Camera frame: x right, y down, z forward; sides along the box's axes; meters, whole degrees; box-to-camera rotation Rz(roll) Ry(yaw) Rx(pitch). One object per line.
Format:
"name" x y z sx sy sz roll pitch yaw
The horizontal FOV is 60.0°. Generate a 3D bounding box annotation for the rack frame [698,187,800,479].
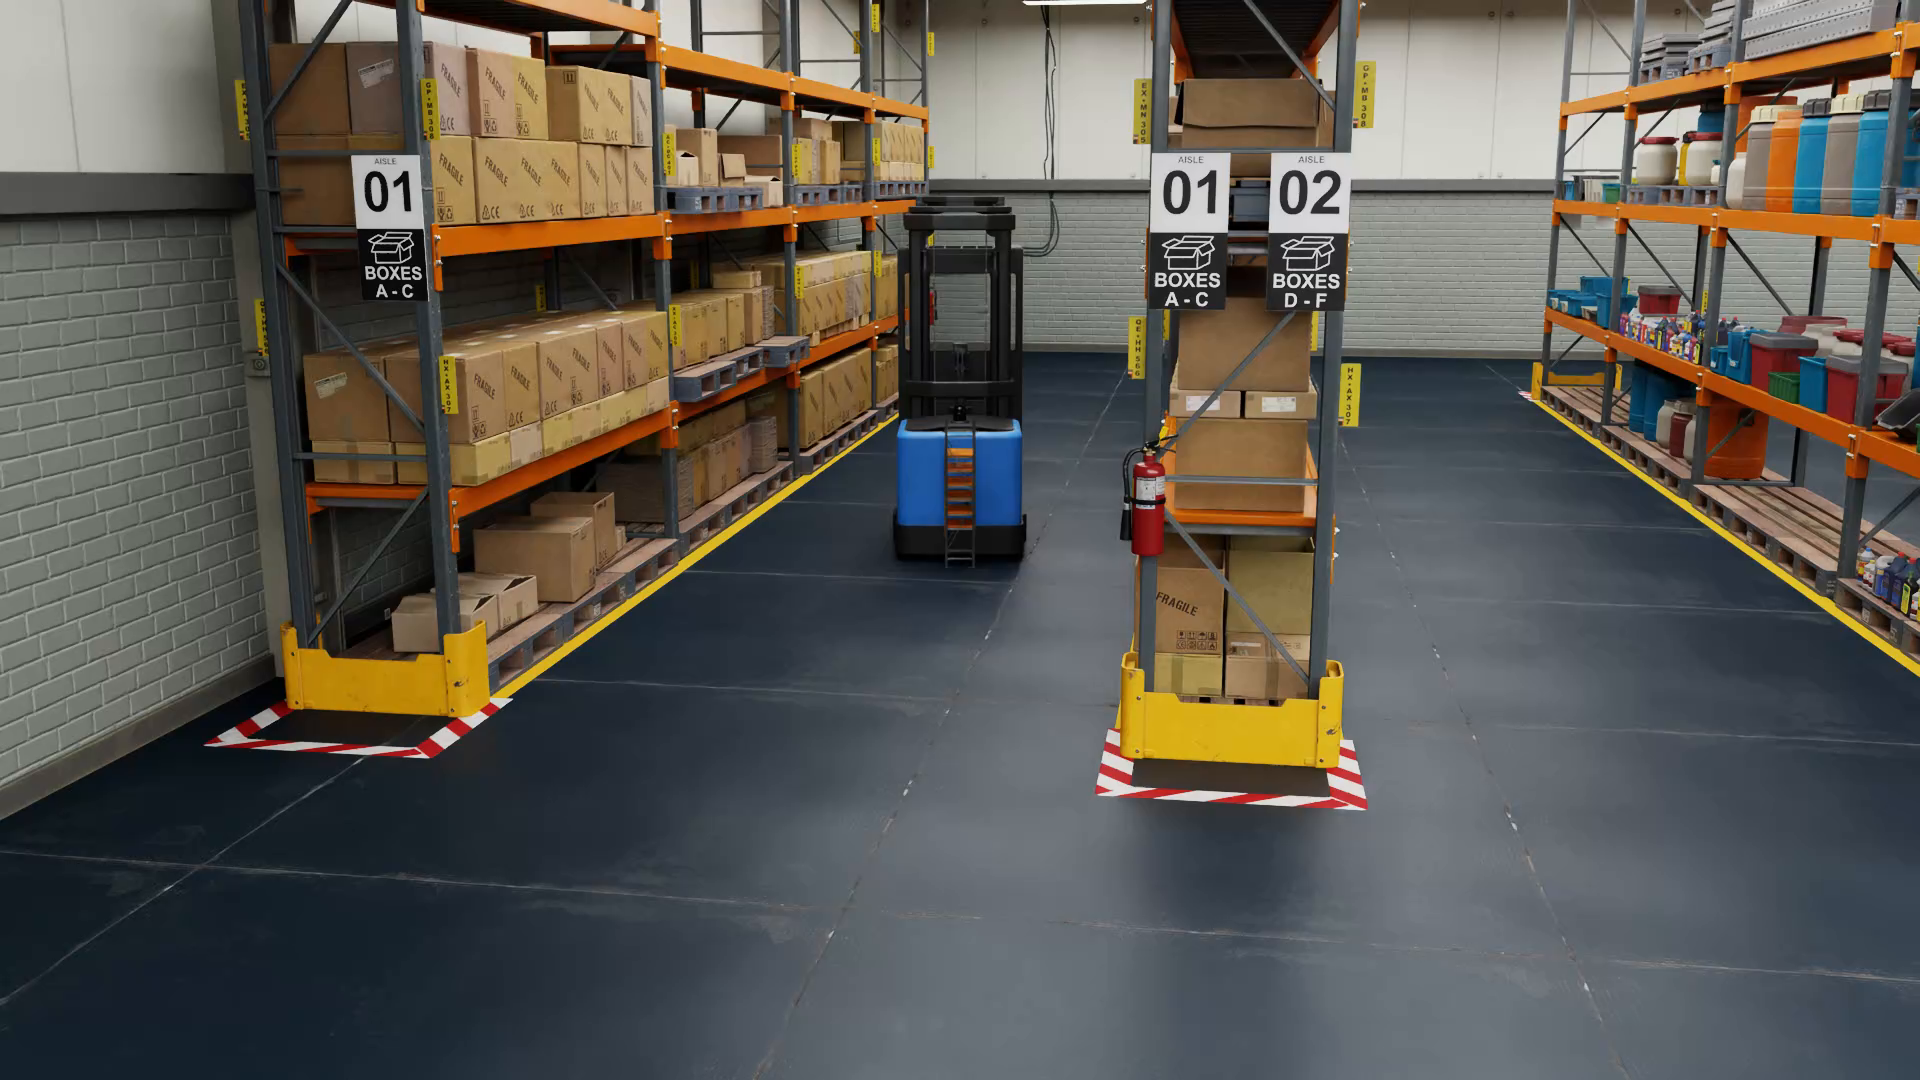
"rack frame" -2.193 -2.134 17.275 1.000 3.000 0.127 2 12 9

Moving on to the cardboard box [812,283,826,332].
"cardboard box" -1.776 -2.540 18.166 0.500 0.500 0.500 2 12 11

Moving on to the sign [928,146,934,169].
"sign" -0.429 -5.639 24.507 0.100 0.325 0.005 2 12 9

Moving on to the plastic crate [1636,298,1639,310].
"plastic crate" 8.628 -2.929 21.103 0.437 0.282 0.530 2 12 9

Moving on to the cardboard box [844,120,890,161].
"cardboard box" -1.191 -5.120 21.351 0.500 0.500 0.500 2 12 8

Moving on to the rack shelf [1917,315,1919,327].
"rack shelf" 13.413 -2.550 20.912 1.077 0.370 4.000 2 12 9

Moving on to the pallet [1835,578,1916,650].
"pallet" 6.836 0.521 11.573 1.003 0.211 1.213 2 12 9

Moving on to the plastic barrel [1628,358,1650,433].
"plastic barrel" 8.111 -1.712 19.303 0.600 0.901 0.708 2 12 9

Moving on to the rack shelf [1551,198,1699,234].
"rack shelf" 8.519 -4.177 21.341 1.077 0.370 4.000 2 12 9

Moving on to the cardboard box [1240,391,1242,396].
"cardboard box" 1.714 -0.667 10.232 0.700 0.500 0.500 2 12 9

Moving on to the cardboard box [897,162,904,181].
"cardboard box" -1.047 -4.962 22.398 0.500 0.250 0.500 2 12 7

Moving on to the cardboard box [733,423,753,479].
"cardboard box" -2.446 -0.872 16.309 0.700 0.500 0.500 2 12 9

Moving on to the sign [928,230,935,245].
"sign" -0.429 -4.461 24.761 0.100 0.325 0.005 2 12 9

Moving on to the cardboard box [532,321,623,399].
"cardboard box" -2.735 -1.287 11.875 0.500 0.500 0.500 2 12 7

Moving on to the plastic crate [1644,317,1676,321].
"plastic crate" 8.424 -2.638 20.099 0.396 0.136 0.243 2 12 9

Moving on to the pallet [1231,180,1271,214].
"pallet" 1.791 -2.133 10.361 1.003 0.211 1.213 2 12 9

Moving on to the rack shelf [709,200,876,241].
"rack shelf" -1.886 -3.665 18.967 1.077 0.370 4.000 2 12 9

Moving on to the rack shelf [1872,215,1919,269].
"rack shelf" 6.673 -1.679 9.750 1.077 0.370 4.000 2 12 9

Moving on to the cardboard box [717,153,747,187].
"cardboard box" -2.484 -3.394 15.708 0.797 0.503 0.637 4 13 17

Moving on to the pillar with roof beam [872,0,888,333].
"pillar with roof beam" 2.852 -7.183 26.461 9.100 9.000 0.400 2 12 9

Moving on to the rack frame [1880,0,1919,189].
"rack frame" 6.981 -3.913 11.290 1.000 3.000 0.127 2 12 9

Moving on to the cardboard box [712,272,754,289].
"cardboard box" -2.251 -2.575 16.499 0.380 0.149 0.250 0 12 -1

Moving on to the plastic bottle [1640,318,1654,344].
"plastic bottle" 7.621 -2.308 18.378 0.152 0.276 0.135 2 12 9

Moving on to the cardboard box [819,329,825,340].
"cardboard box" -1.743 -2.351 18.830 0.380 0.149 0.250 2 12 10

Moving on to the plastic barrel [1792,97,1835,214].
"plastic barrel" 7.046 -3.077 13.341 0.600 0.901 0.708 2 12 9

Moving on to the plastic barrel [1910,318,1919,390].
"plastic barrel" 7.340 -1.296 12.197 0.600 0.901 0.708 2 12 9

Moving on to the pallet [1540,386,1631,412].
"pallet" 8.661 -1.945 23.016 1.003 0.211 1.213 2 12 9

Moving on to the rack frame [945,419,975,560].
"rack frame" -0.001 -0.398 13.387 0.240 1.200 0.006 0 21 -1

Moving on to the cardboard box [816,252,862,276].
"cardboard box" -1.485 -3.326 20.034 0.500 0.250 0.500 2 12 10

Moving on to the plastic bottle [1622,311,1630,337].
"plastic bottle" 7.713 -2.498 19.243 0.061 0.283 0.133 2 12 9

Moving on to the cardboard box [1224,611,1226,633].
"cardboard box" 1.925 0.517 10.503 0.500 0.250 0.500 2 12 9

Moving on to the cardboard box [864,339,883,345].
"cardboard box" -1.304 -2.773 23.636 0.380 0.149 0.250 2 12 9

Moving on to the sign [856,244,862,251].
"sign" -1.510 -4.280 24.992 0.100 0.325 0.005 2 12 9

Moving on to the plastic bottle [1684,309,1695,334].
"plastic bottle" 8.251 -2.424 18.739 0.144 0.351 0.185 2 12 9

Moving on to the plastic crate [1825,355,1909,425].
"plastic crate" 6.753 -1.122 12.429 0.402 0.464 0.583 2 12 9

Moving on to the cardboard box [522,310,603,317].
"cardboard box" -3.087 -1.513 12.924 0.500 0.500 0.500 2 12 7

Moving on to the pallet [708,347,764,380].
"pallet" -2.457 -1.627 15.377 1.003 0.211 1.213 2 12 9

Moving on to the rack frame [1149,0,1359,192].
"rack frame" 1.472 -3.242 8.175 1.000 3.000 0.127 2 12 9

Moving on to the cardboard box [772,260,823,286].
"cardboard box" -1.787 -2.903 18.071 0.500 0.250 0.500 2 12 8

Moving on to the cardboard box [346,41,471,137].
"cardboard box" -3.124 -2.555 9.449 0.500 0.500 0.500 1 12 5

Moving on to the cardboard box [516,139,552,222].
"cardboard box" -2.931 -2.274 10.520 0.500 0.500 0.500 2 12 11

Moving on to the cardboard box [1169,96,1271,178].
"cardboard box" 1.709 -2.593 10.713 0.797 0.503 0.637 3 13 15

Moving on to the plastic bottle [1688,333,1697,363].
"plastic bottle" 7.272 -1.902 16.476 0.061 0.283 0.133 2 12 9

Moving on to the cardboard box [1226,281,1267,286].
"cardboard box" 1.717 -1.314 10.155 0.700 0.500 0.500 2 12 9

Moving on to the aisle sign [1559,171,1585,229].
"aisle sign" 8.544 -4.774 23.353 0.394 0.787 0.004 2 12 9

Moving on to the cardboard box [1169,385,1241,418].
"cardboard box" 1.342 -0.761 9.126 0.380 0.149 0.250 2 12 8

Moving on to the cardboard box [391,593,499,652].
"cardboard box" -3.228 0.490 10.440 0.500 0.311 0.500 0 12 2

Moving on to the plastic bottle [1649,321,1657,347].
"plastic bottle" 7.541 -2.234 18.047 0.097 0.271 0.097 0 12 0

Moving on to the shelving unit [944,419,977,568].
"shelving unit" 0.000 -0.365 13.301 0.258 1.200 0.189 0 21 -1

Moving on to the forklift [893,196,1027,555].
"forklift" 0.003 -1.564 14.795 1.130 2.935 3.031 0 12 0

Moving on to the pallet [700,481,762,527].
"pallet" -2.505 -0.355 15.639 1.003 0.211 1.213 2 12 9

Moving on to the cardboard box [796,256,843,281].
"cardboard box" -1.641 -3.113 19.049 0.500 0.250 0.500 2 12 7

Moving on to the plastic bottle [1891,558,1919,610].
"plastic bottle" 6.418 0.293 11.255 0.144 0.351 0.185 1 12 6
